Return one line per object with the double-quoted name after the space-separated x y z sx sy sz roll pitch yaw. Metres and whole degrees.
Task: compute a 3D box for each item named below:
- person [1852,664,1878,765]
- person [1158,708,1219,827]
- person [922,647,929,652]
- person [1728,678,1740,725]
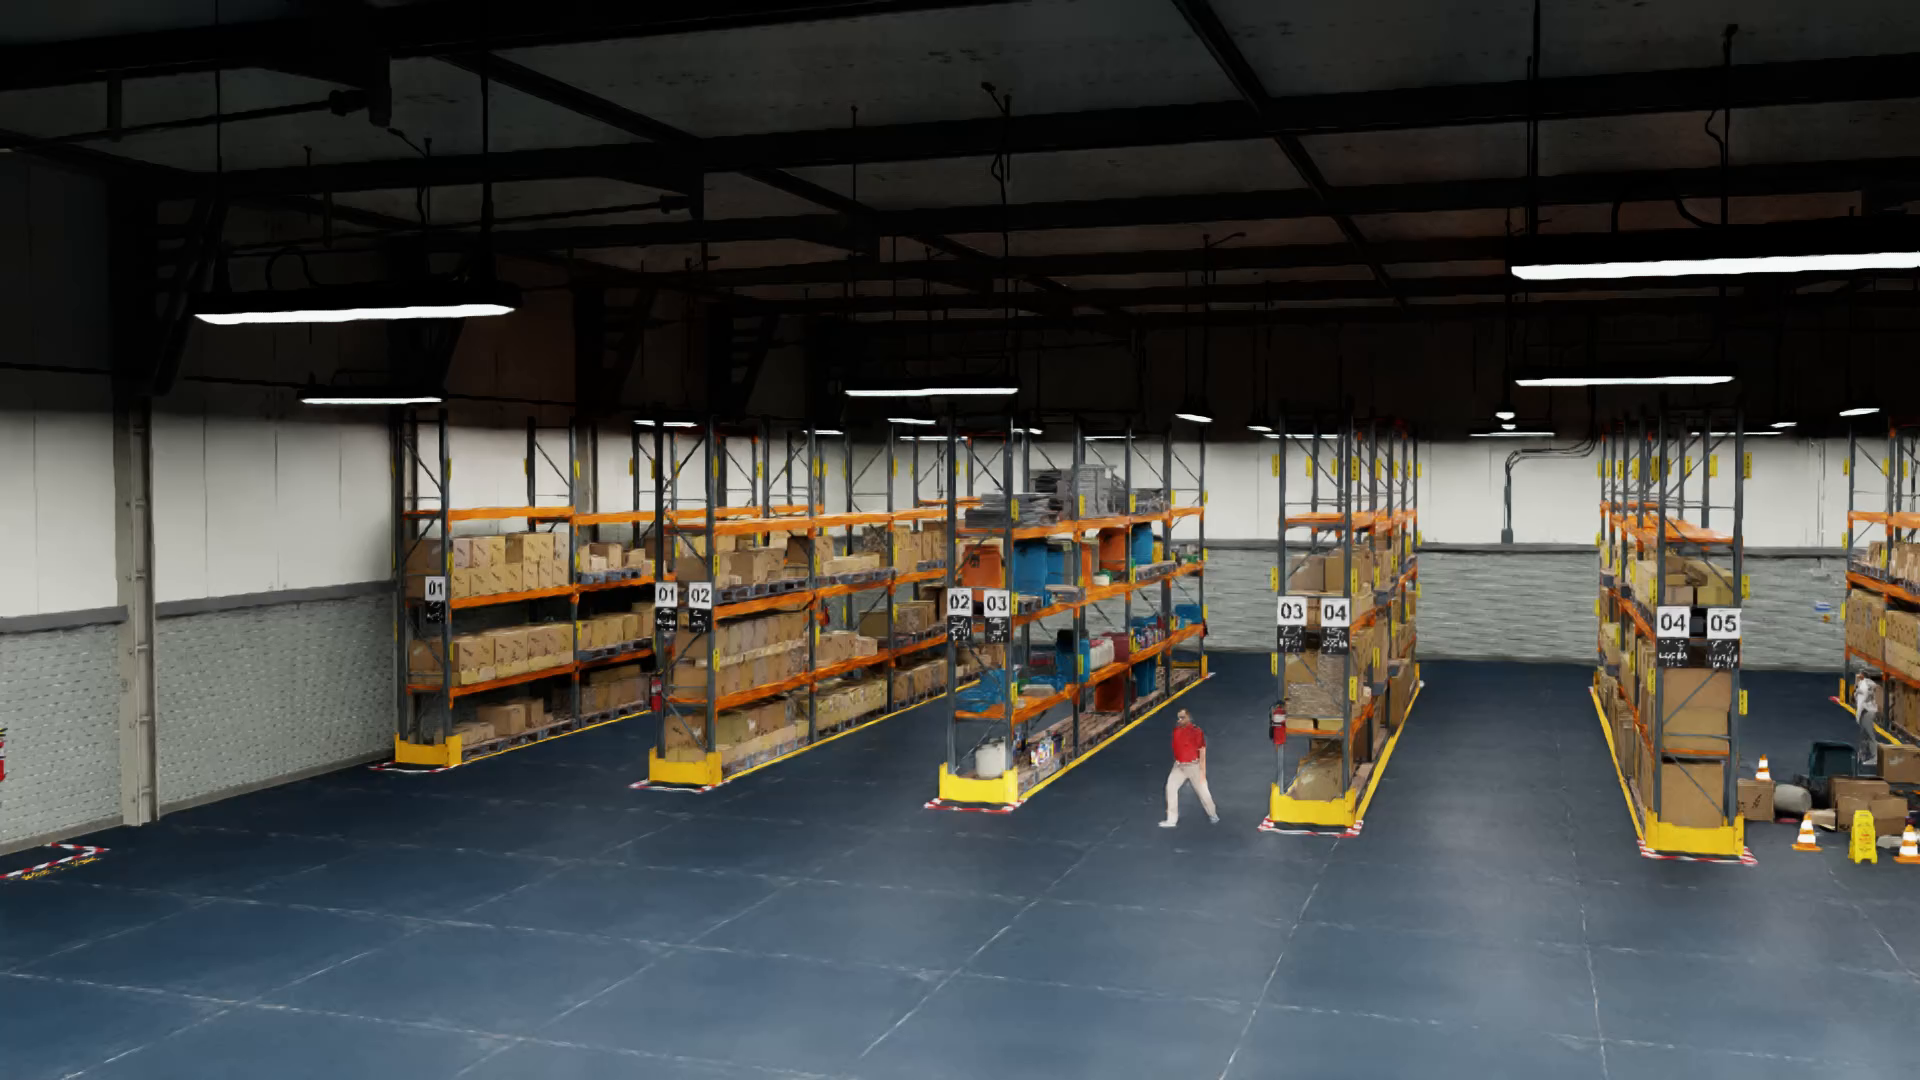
15.342 2.944 28.211 0.550 1.663 0.581 2 3 41 "person"
3.215 3.169 23.260 0.584 1.661 0.974 2 3 40 "person"
-1.012 2.399 41.827 0.445 1.587 1.091 1 3 16 "person"
14.968 2.772 32.460 0.498 1.662 0.463 -2 3 -41 "person"
